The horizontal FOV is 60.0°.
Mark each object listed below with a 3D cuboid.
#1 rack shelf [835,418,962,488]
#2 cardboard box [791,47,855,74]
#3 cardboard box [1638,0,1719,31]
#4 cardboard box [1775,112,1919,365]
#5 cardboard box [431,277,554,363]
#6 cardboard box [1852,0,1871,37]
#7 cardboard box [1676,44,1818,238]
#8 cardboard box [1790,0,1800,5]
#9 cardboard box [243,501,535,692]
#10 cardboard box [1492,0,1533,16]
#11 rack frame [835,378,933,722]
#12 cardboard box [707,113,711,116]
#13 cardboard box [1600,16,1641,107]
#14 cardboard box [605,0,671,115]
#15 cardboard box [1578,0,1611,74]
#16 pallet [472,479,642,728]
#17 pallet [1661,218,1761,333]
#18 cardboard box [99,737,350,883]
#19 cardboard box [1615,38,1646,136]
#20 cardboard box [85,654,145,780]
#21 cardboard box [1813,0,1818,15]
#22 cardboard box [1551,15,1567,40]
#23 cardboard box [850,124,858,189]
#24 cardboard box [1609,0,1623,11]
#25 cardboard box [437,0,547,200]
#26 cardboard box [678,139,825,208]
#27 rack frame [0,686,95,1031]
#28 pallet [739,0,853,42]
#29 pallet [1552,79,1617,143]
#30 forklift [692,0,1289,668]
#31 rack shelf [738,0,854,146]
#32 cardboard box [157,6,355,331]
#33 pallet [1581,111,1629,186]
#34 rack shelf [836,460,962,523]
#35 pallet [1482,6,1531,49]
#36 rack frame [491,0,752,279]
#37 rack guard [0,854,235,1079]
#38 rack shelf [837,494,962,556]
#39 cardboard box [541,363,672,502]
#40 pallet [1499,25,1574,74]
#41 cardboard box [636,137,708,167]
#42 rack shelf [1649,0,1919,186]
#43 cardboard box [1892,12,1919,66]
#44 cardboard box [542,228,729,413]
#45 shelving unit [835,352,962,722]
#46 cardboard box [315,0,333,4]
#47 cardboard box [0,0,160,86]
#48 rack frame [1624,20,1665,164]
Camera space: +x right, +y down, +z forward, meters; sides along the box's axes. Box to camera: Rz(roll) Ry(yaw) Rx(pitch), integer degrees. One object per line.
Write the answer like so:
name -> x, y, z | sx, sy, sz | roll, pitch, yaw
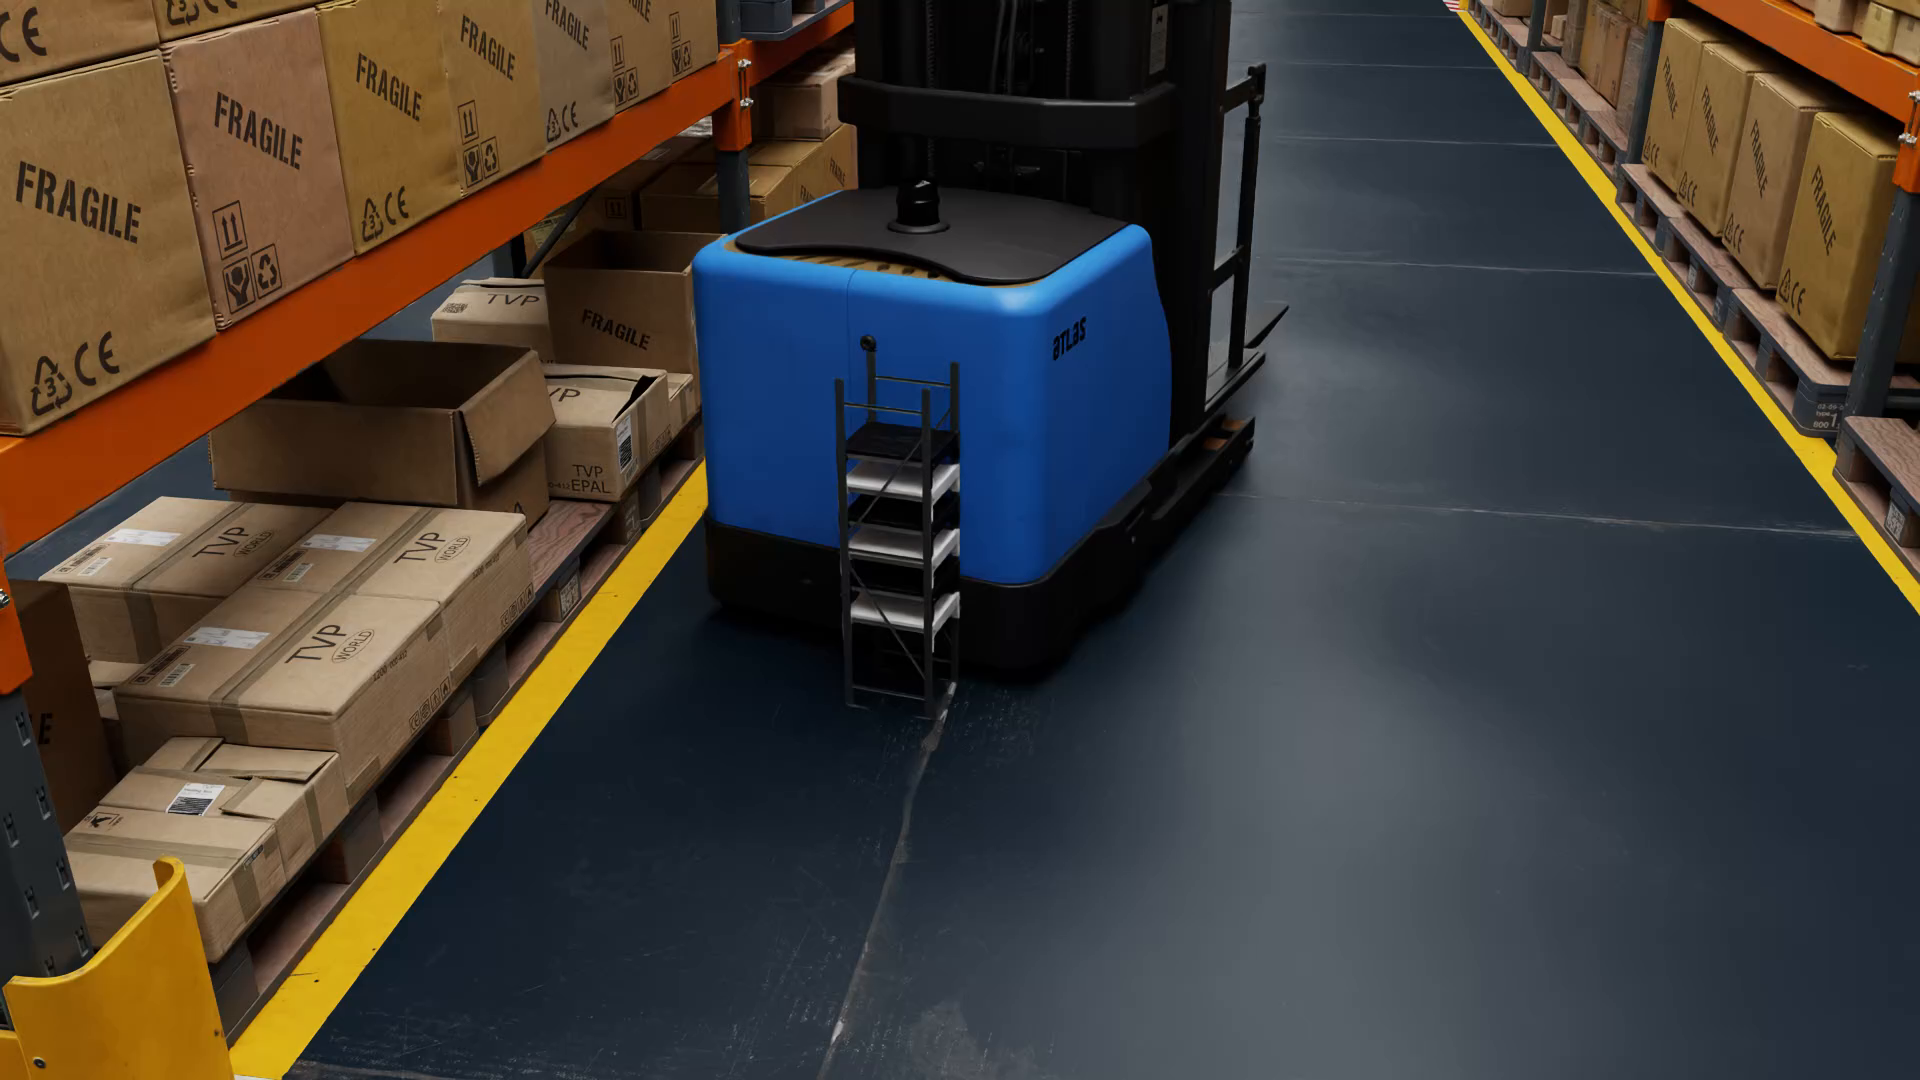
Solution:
rack shelf -> -0.150, -0.215, 4.090 | 0.258, 0.077, 0.200 | 8, 26, 17
cardboard box -> -0.721, -2.183, 7.920 | 0.500, 0.250, 0.500 | 4, 25, 8
cardboard box -> 4.478, -3.239, 10.177 | 0.500, 0.250, 0.500 | 4, 25, 10
cardboard box -> 3.581, -1.118, 6.141 | 0.750, 0.750, 0.750 | 4, 25, 9
cardboard box -> -1.567, -0.783, 6.038 | 0.500, 0.311, 0.500 | 4, 25, 9
cardboard box -> 3.483, -1.889, 6.021 | 0.380, 0.149, 0.250 | 5, 26, 10
cardboard box -> 3.857, -1.846, 7.696 | 0.750, 0.750, 0.750 | 4, 25, 8
cardboard box -> 3.684, -2.316, 6.932 | 0.380, 0.149, 0.250 | 5, 26, 10
cardboard box -> -1.406, 0.131, 4.157 | 0.500, 0.250, 0.500 | 4, 25, 9
cardboard box -> 5.100, -4.882, 14.571 | 0.700, 0.500, 0.500 | 2, 25, 5
rack frame -> -0.183, 0.040, 4.103 | 0.240, 0.900, 0.006 | 8, 26, 17
cardboard box -> -1.235, -1.885, 8.168 | 0.500, 0.500, 0.500 | 3, 25, 7
cardboard box -> 4.575, -3.083, 10.727 | 0.700, 0.500, 0.500 | 4, 25, 8
cardboard box -> -1.196, -1.565, 4.938 | 0.500, 0.500, 0.500 | 5, 25, 10
cardboard box -> 4.771, -3.505, 11.630 | 0.700, 0.500, 0.500 | 4, 25, 7
pallet -> -1.595, 0.099, 4.789 | 1.003, 0.211, 1.213 | 4, 25, 9
pallet -> 3.852, -1.198, 7.560 | 1.003, 0.211, 1.213 | 4, 25, 9
cardboard box -> -1.490, 0.539, 3.384 | 0.380, 0.166, 0.250 | 4, 25, 9
cardboard box -> 4.323, -2.666, 9.836 | 0.700, 0.500, 0.500 | 4, 25, 9
cardboard box -> -1.938, 0.387, 3.709 | 0.380, 0.166, 0.250 | 4, 25, 9
cardboard box -> 3.574, -2.102, 6.475 | 0.380, 0.149, 0.250 | 4, 25, 9
cardboard box -> 4.968, -4.109, 13.312 | 0.380, 0.166, 0.250 | 1, 25, 2
cardboard box -> -0.717, -1.859, 8.113 | 0.500, 0.500, 0.500 | 3, 25, 7
cardboard box -> 4.656, -3.662, 11.081 | 0.500, 0.250, 0.500 | 3, 25, 7
cardboard box -> -1.359, -1.137, 4.023 | 0.500, 0.500, 0.500 | 4, 25, 9
cardboard box -> -0.889, -1.439, 7.215 | 0.500, 0.500, 0.500 | 4, 25, 9
rack frame -> -1.935, -0.289, 2.330 | 0.949, 2.616, 0.053 | 4, 25, 9
pallet -> -1.047, -2.202, 6.643 | 1.003, 0.211, 1.213 | 4, 25, 9
pallet -> 4.587, -2.866, 11.125 | 1.003, 0.211, 1.213 | 4, 25, 9
forklift -> 0.378, -1.584, 5.177 | 1.130, 2.935, 3.031 | 12, 28, 23
rack shelf -> -0.958, -2.473, 7.844 | 1.077, 0.370, 4.000 | 4, 25, 9
cardboard box -> -1.527, -0.718, 3.128 | 0.500, 0.500, 0.500 | 4, 25, 8
pallet -> 4.386, -2.358, 10.038 | 1.003, 0.211, 1.213 | 4, 25, 9
rack shelf -> -0.150, -0.134, 4.128 | 0.258, 0.077, 0.200 | 8, 26, 17
pallet -> 5.182, -4.499, 14.612 | 1.003, 0.211, 1.213 | 4, 25, 9
rack frame -> -1.285, -1.962, 5.904 | 1.000, 3.000, 0.127 | 4, 25, 9
rack guard -> -1.926, 0.811, 2.928 | 1.175, 0.500, 0.348 | 4, 25, 9
rack shelf -> -0.150, -0.052, 4.166 | 0.258, 0.077, 0.200 | 8, 26, 17
cardboard box -> -1.221, -0.372, 5.160 | 0.500, 0.311, 0.500 | 4, 25, 9
pallet -> 4.985, -3.987, 13.519 | 1.003, 0.211, 1.213 | 4, 25, 9
cardboard box -> -1.398, -1.462, 7.265 | 0.500, 0.500, 0.500 | 4, 25, 9
rack shelf -> 3.930, -2.132, 7.114 | 1.077, 0.370, 4.000 | 4, 25, 9
cardboard box -> 3.379, -1.677, 5.567 | 0.380, 0.149, 0.250 | 4, 25, 9
cardboard box -> -1.098, -0.772, 5.790 | 0.500, 0.500, 0.500 | 4, 25, 9
shelving unit -> -0.150, -0.001, 4.190 | 0.258, 0.900, 0.210 | 8, 26, 17
cardboard box -> -1.441, -1.383, 3.369 | 0.500, 0.500, 0.500 | 4, 25, 9
cardboard box -> -1.606, -0.955, 2.455 | 0.500, 0.500, 0.500 | 5, 26, 10
rack frame -> 4.256, -3.294, 8.749 | 1.000, 3.000, 0.127 | 4, 25, 9
